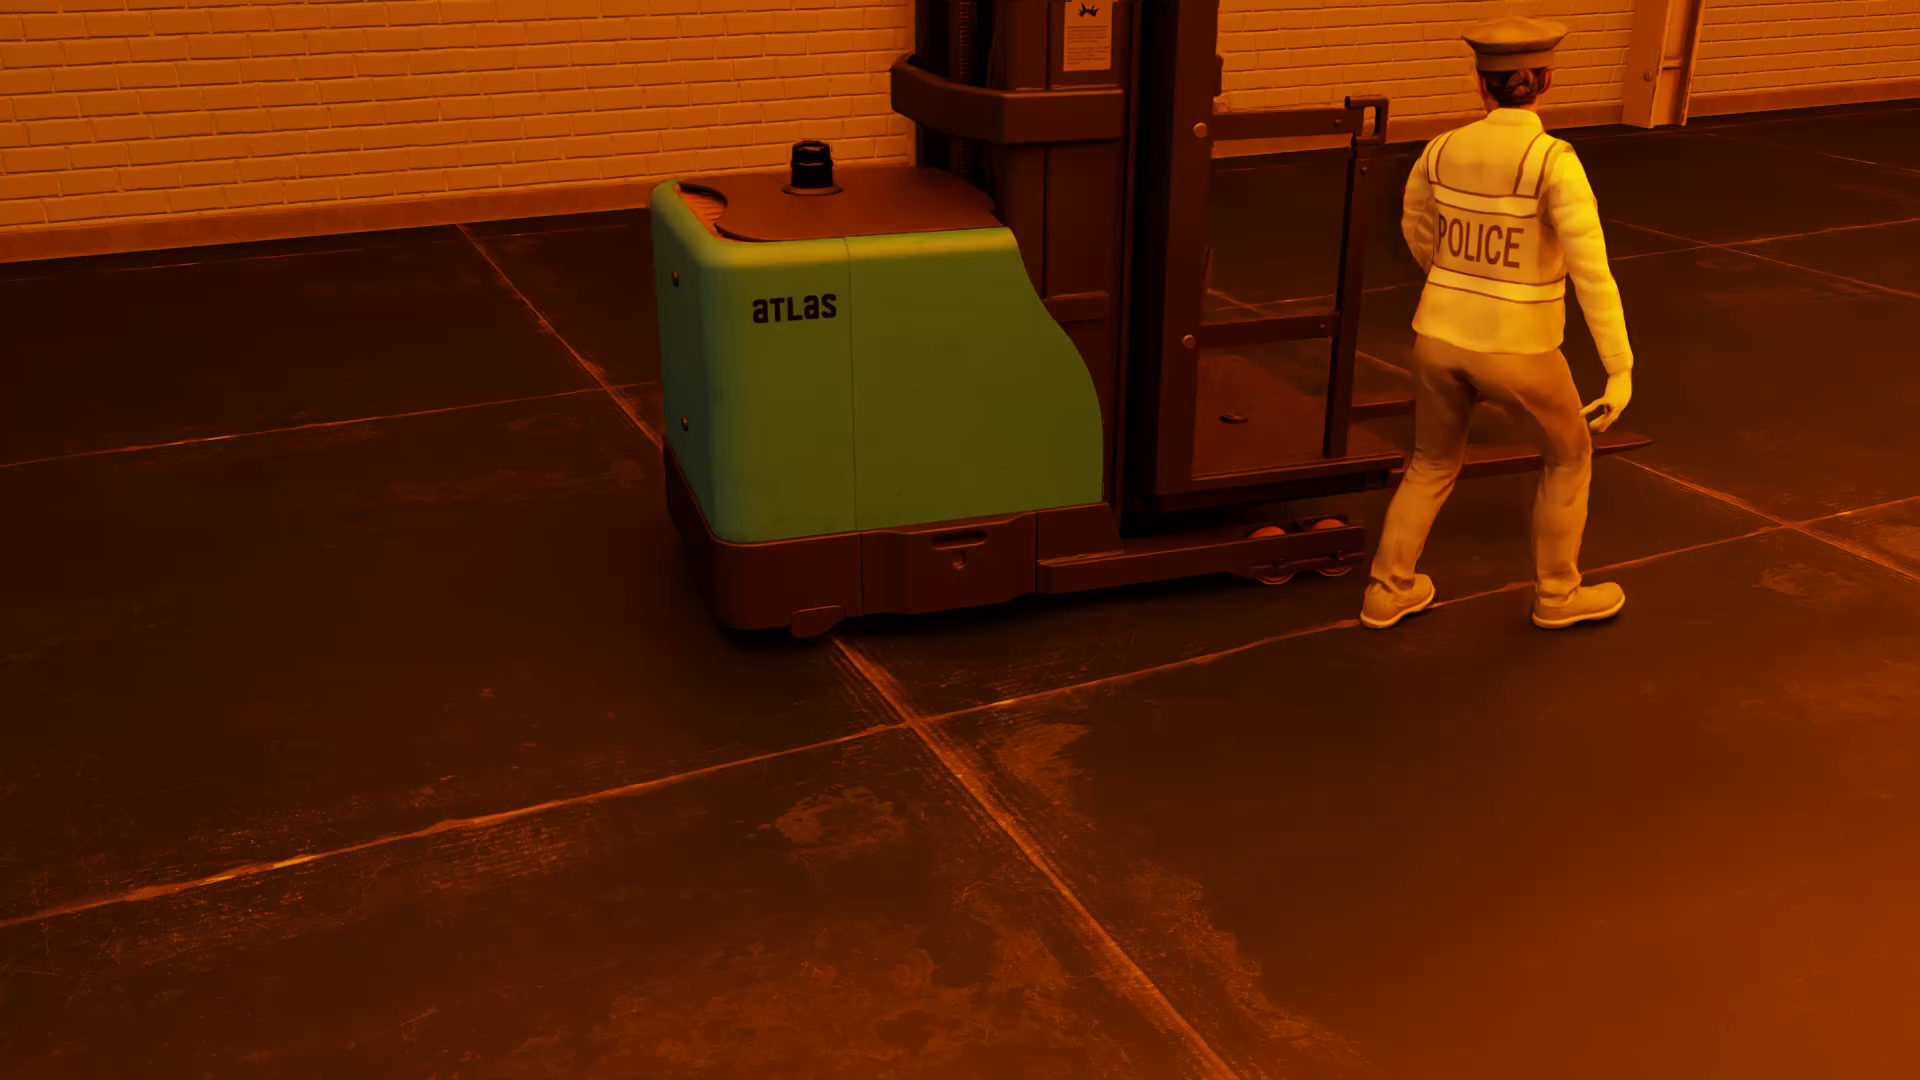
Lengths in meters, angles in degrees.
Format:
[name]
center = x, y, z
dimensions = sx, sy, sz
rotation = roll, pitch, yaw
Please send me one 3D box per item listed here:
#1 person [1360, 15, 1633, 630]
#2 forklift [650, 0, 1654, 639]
[person]
center = 1.457, -0.522, 4.288
dimensions = 0.615, 1.586, 0.722
rotation = -20, 30, -39
[forklift]
center = 0.665, -1.408, 4.677
dimensions = 3.031, 2.935, 1.130
rotation = -7, 24, -16
